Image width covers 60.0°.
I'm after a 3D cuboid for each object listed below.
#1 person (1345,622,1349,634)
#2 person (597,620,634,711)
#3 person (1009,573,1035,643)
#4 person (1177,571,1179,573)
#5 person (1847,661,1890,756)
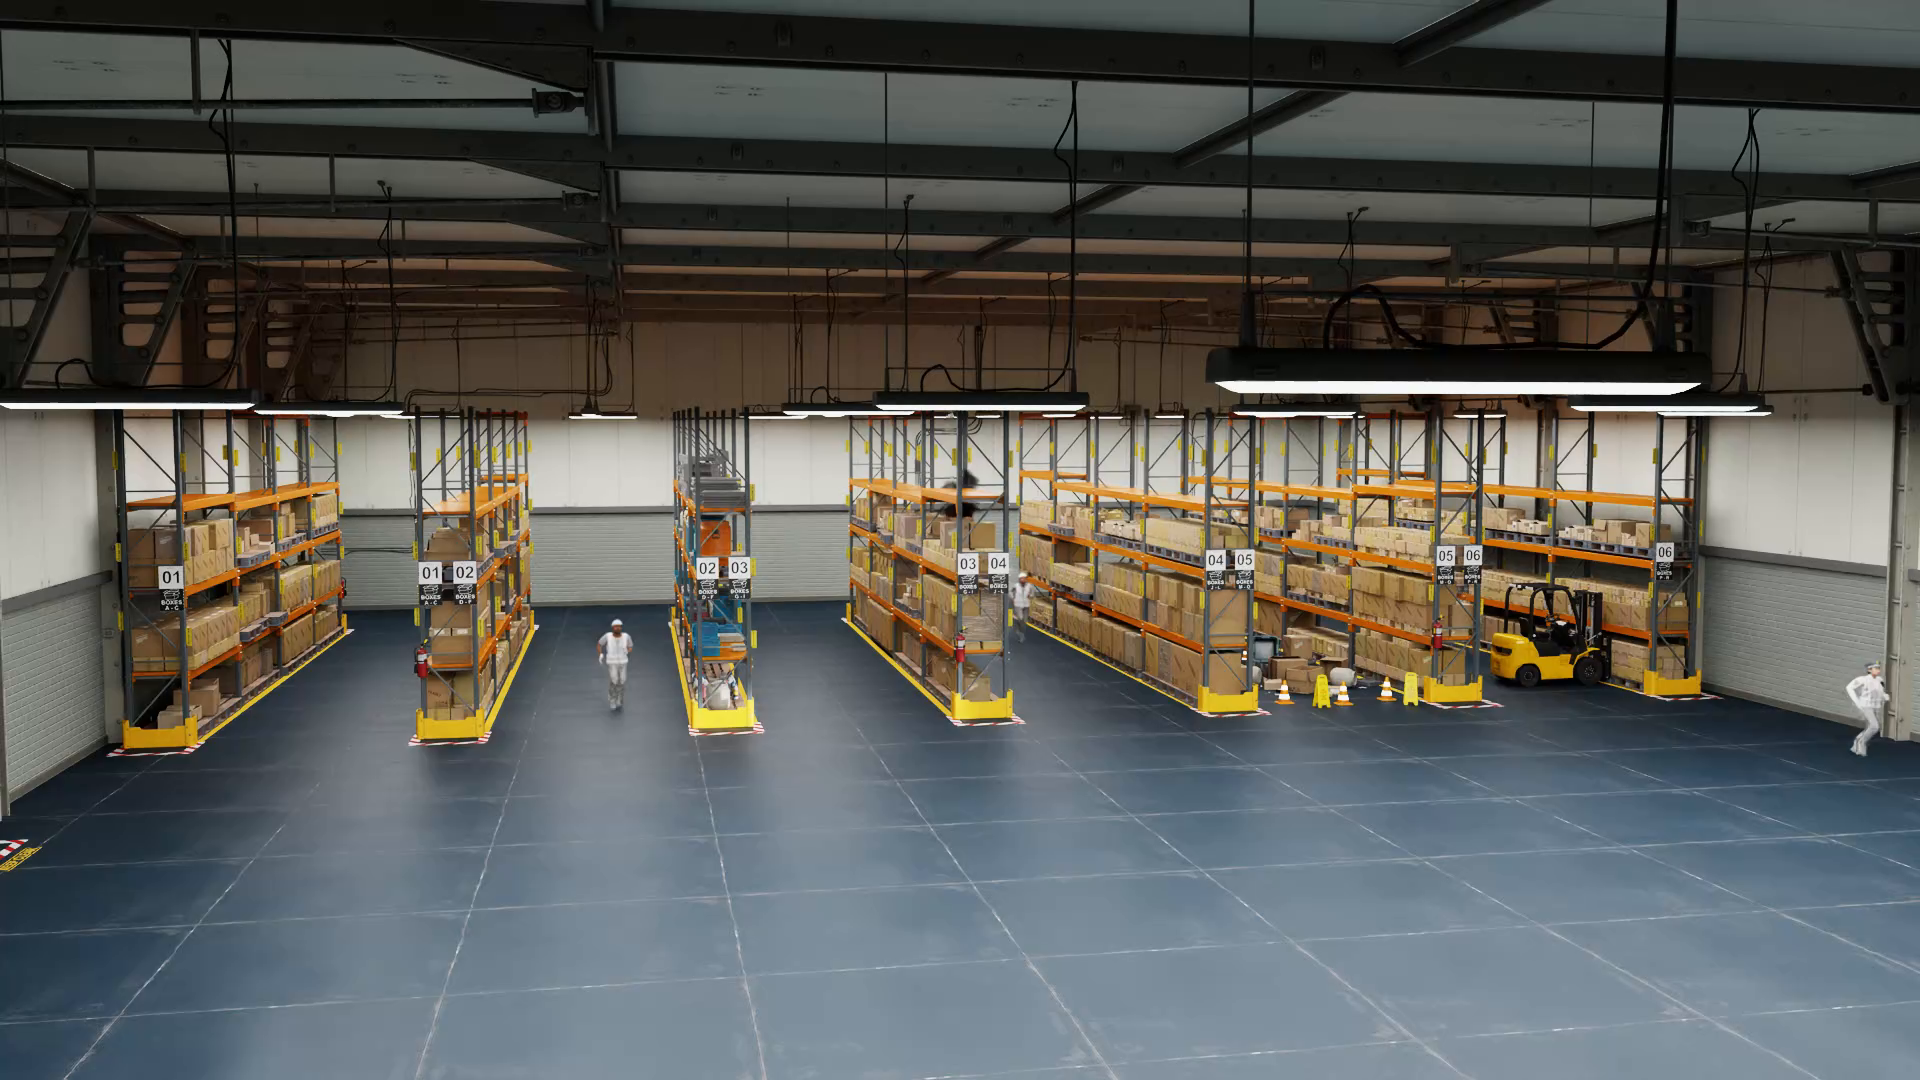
[{"bbox_3d":[10.482,1.715,44.726,0.569,1.653,0.569,-2,5,-26],"label":"person"},{"bbox_3d":[-6.819,2.486,33.071,0.660,1.806,0.725,-2,5,-26],"label":"person"},{"bbox_3d":[1.646,1.757,43.546,0.624,1.824,1.000,-1,4,-17],"label":"person"},{"bbox_3d":[6.740,1.240,51.055,0.582,1.706,0.760,2,5,26],"label":"person"},{"bbox_3d":[15.515,2.862,28.340,0.607,1.649,0.657,-1,4,-17],"label":"person"}]
